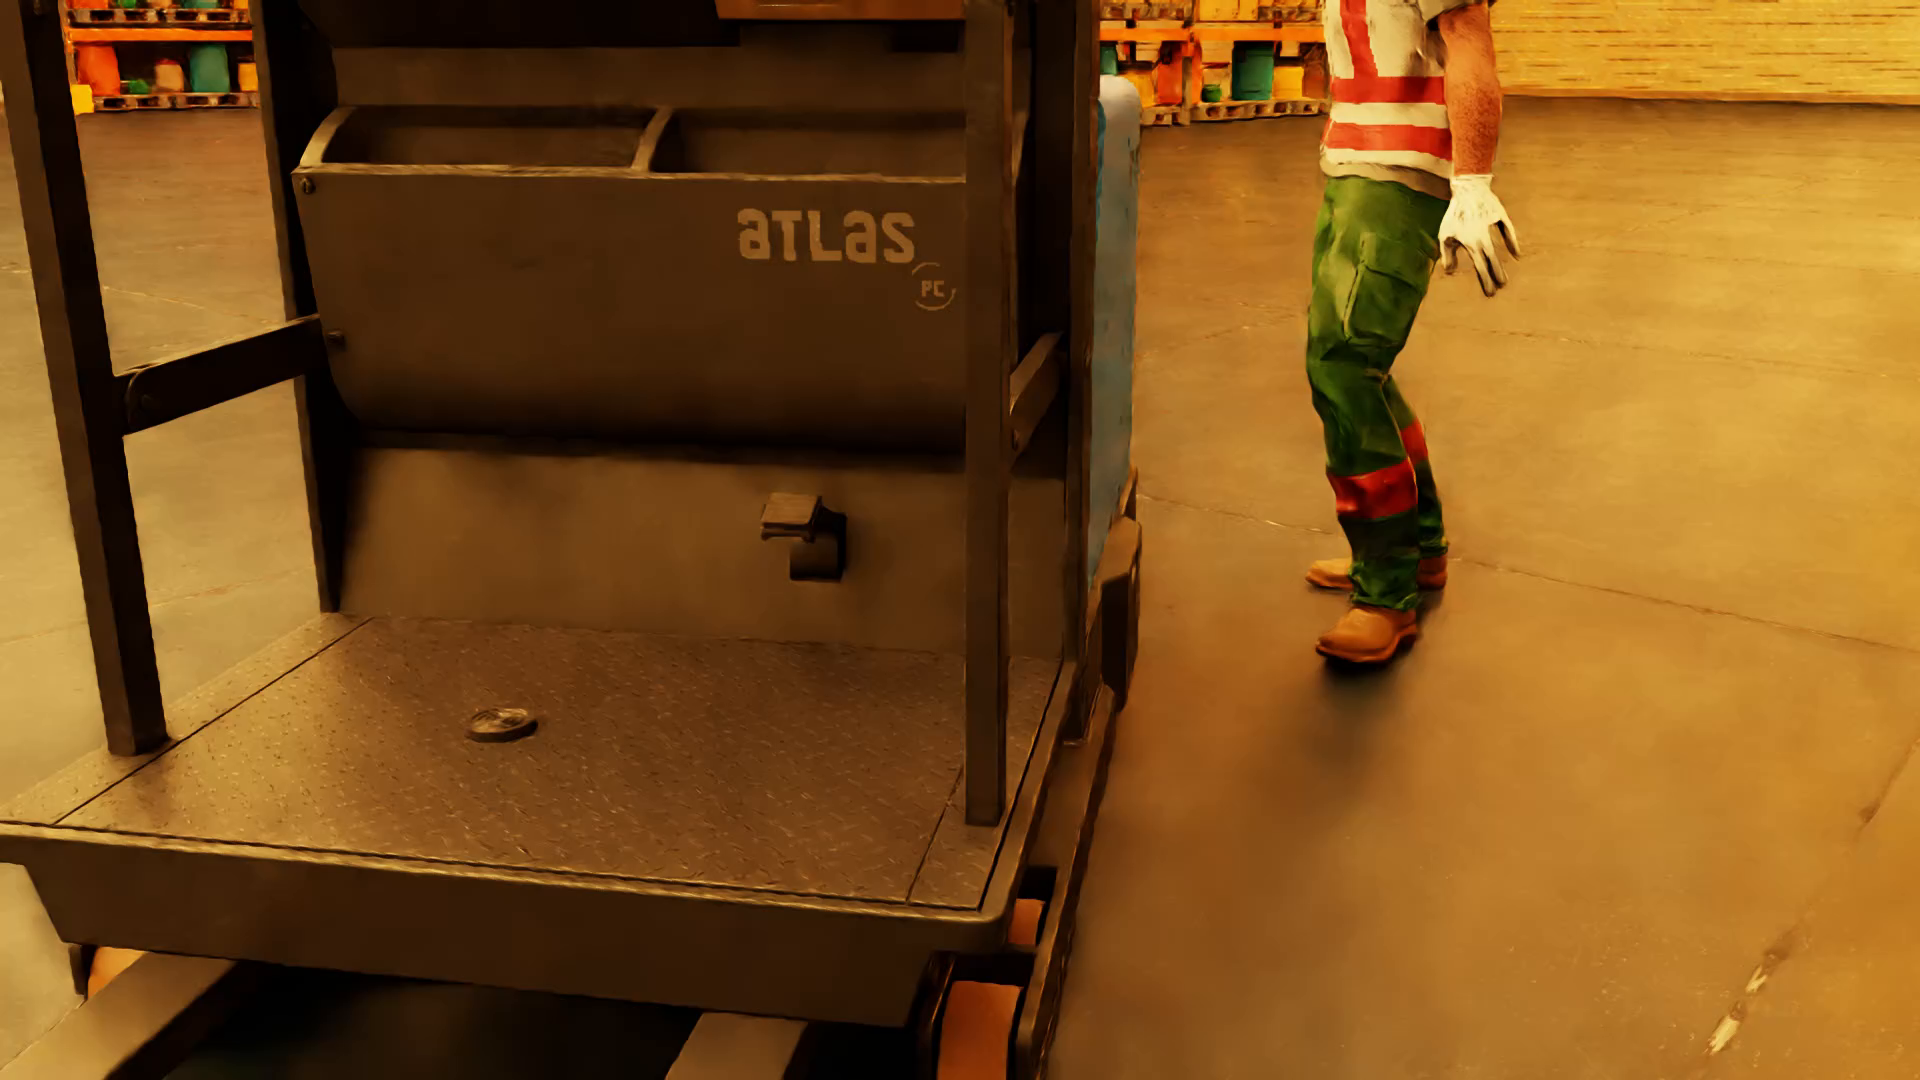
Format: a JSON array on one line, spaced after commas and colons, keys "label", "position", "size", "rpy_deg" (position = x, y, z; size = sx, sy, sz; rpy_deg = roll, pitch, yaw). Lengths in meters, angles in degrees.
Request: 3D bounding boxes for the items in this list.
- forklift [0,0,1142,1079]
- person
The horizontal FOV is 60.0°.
[{"label": "forklift", "position": [-0.413, -0.869, 1.760], "size": [1.130, 2.935, 3.031], "rpy_deg": [3, 17, 10]}, {"label": "person", "position": [0.827, -0.698, 3.268], "size": [0.454, 1.749, 0.879], "rpy_deg": [1, 17, 3]}]
